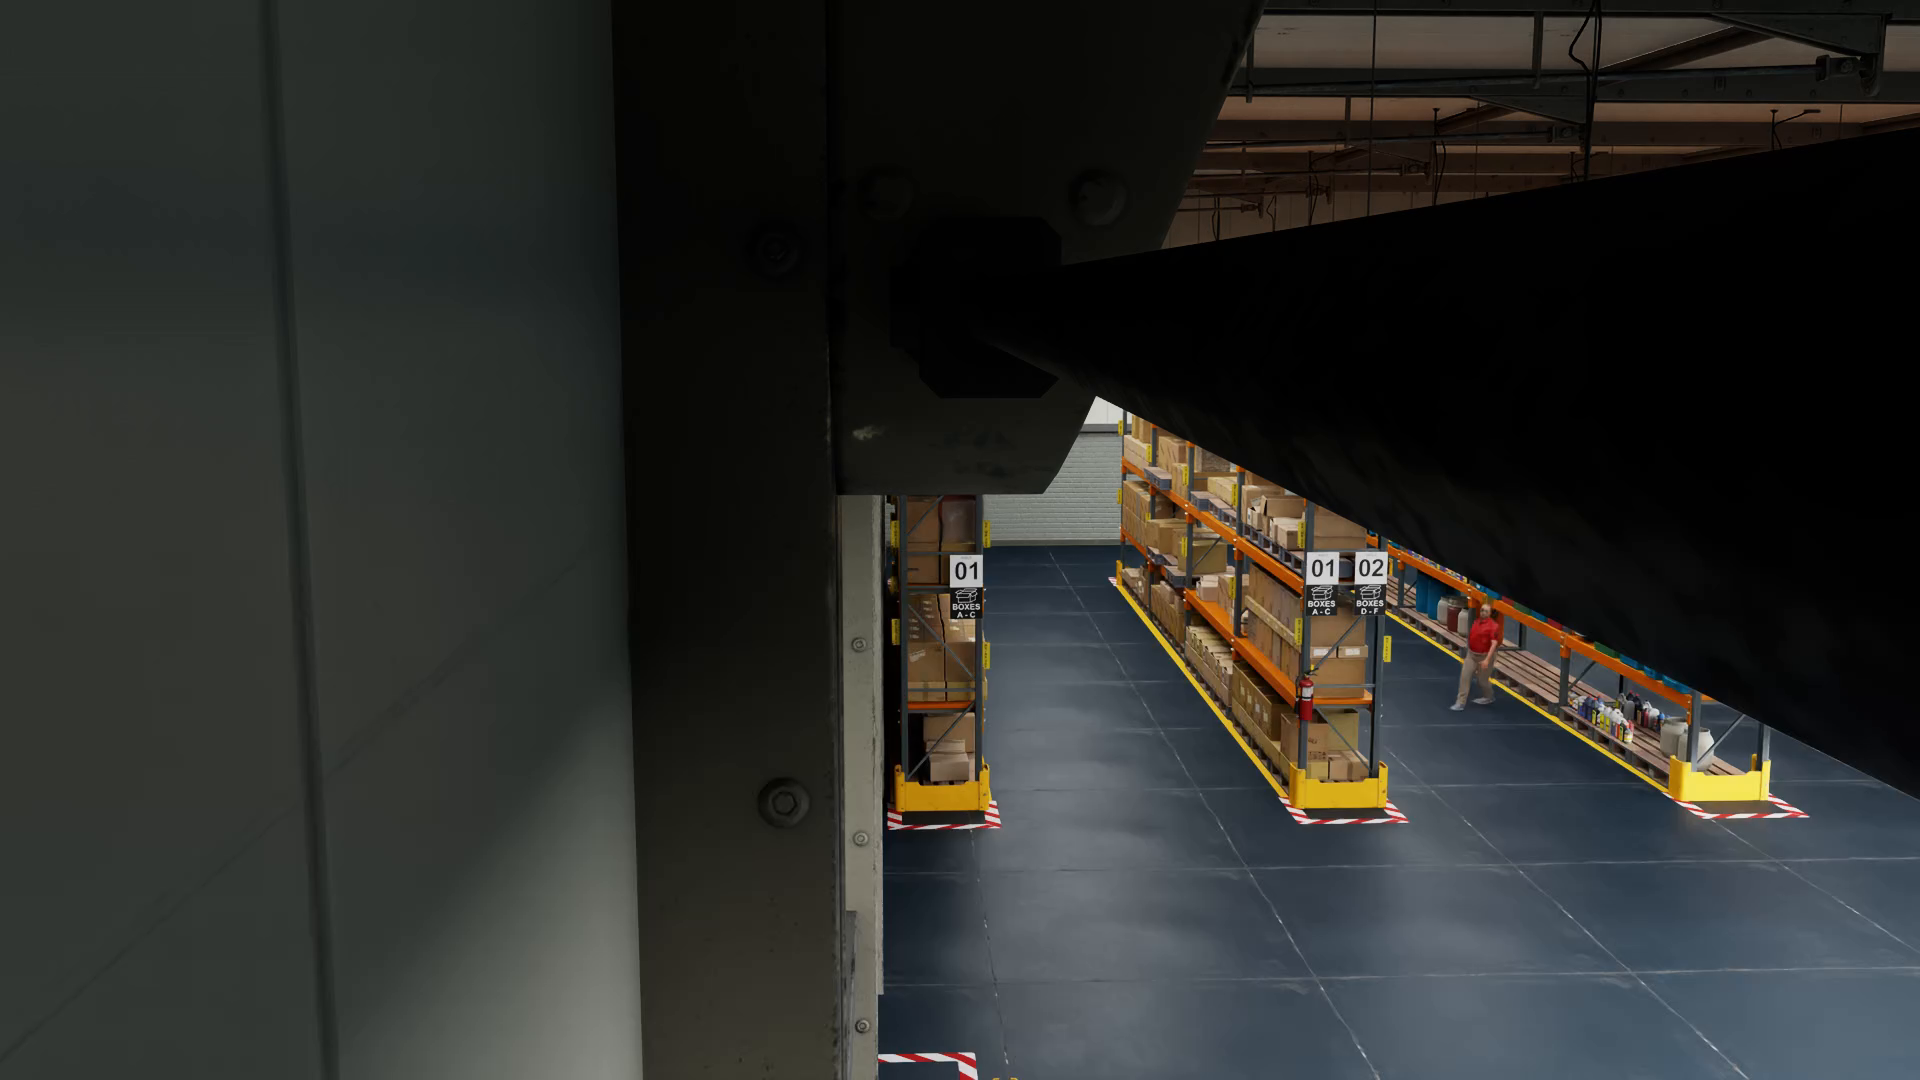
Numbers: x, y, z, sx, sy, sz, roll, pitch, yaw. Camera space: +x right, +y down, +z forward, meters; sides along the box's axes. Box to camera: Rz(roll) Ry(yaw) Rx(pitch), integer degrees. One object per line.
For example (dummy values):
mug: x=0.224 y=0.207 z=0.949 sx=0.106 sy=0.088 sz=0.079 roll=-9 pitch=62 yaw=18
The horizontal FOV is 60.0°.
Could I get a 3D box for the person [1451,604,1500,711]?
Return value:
person: x=7.920 y=1.788 z=25.246 sx=0.577 sy=1.662 sz=0.935 roll=8 pitch=12 yaw=44
